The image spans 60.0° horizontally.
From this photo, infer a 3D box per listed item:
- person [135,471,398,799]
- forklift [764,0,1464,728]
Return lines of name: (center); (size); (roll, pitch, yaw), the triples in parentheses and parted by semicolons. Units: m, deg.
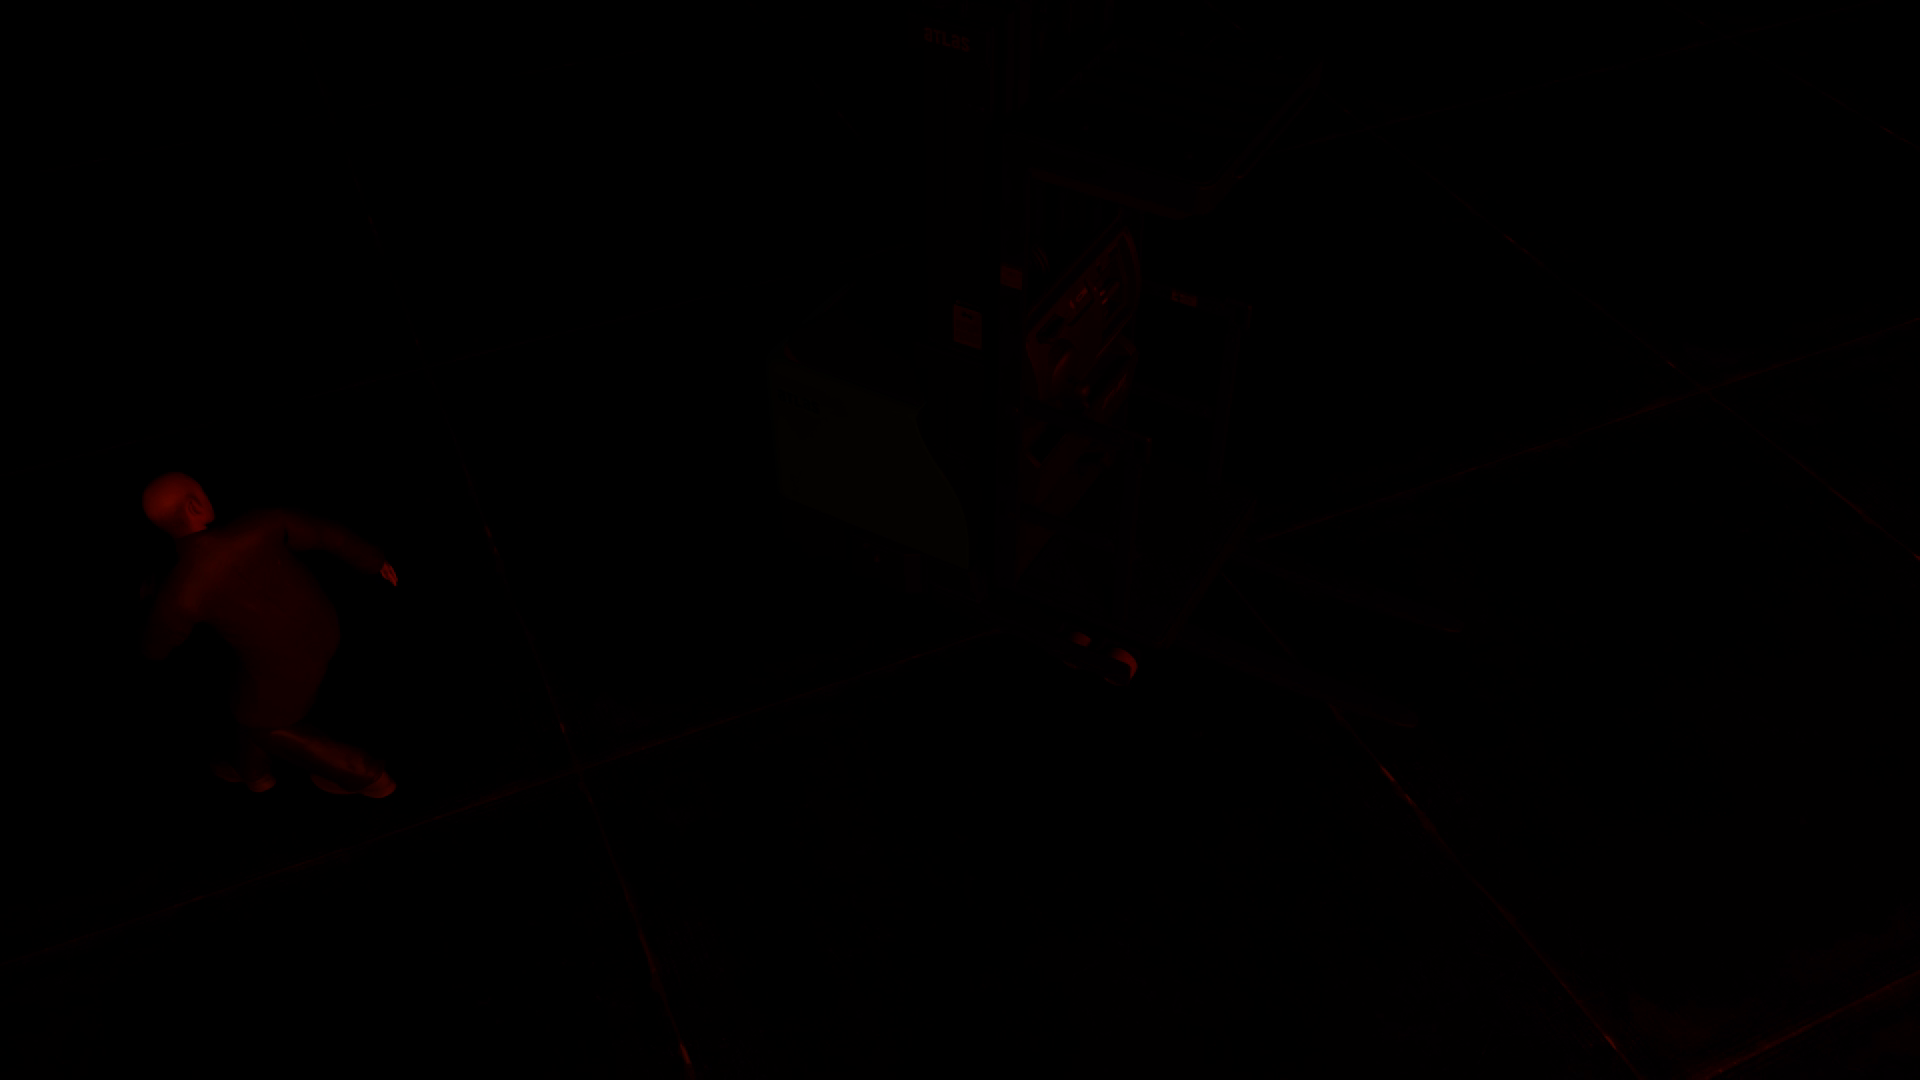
person: (-2.653, 0.315, 6.313); (0.867, 1.646, 0.830); (16, 45, 17)
forklift: (0.678, -0.863, 6.605); (3.031, 2.935, 1.130); (21, 47, 21)
